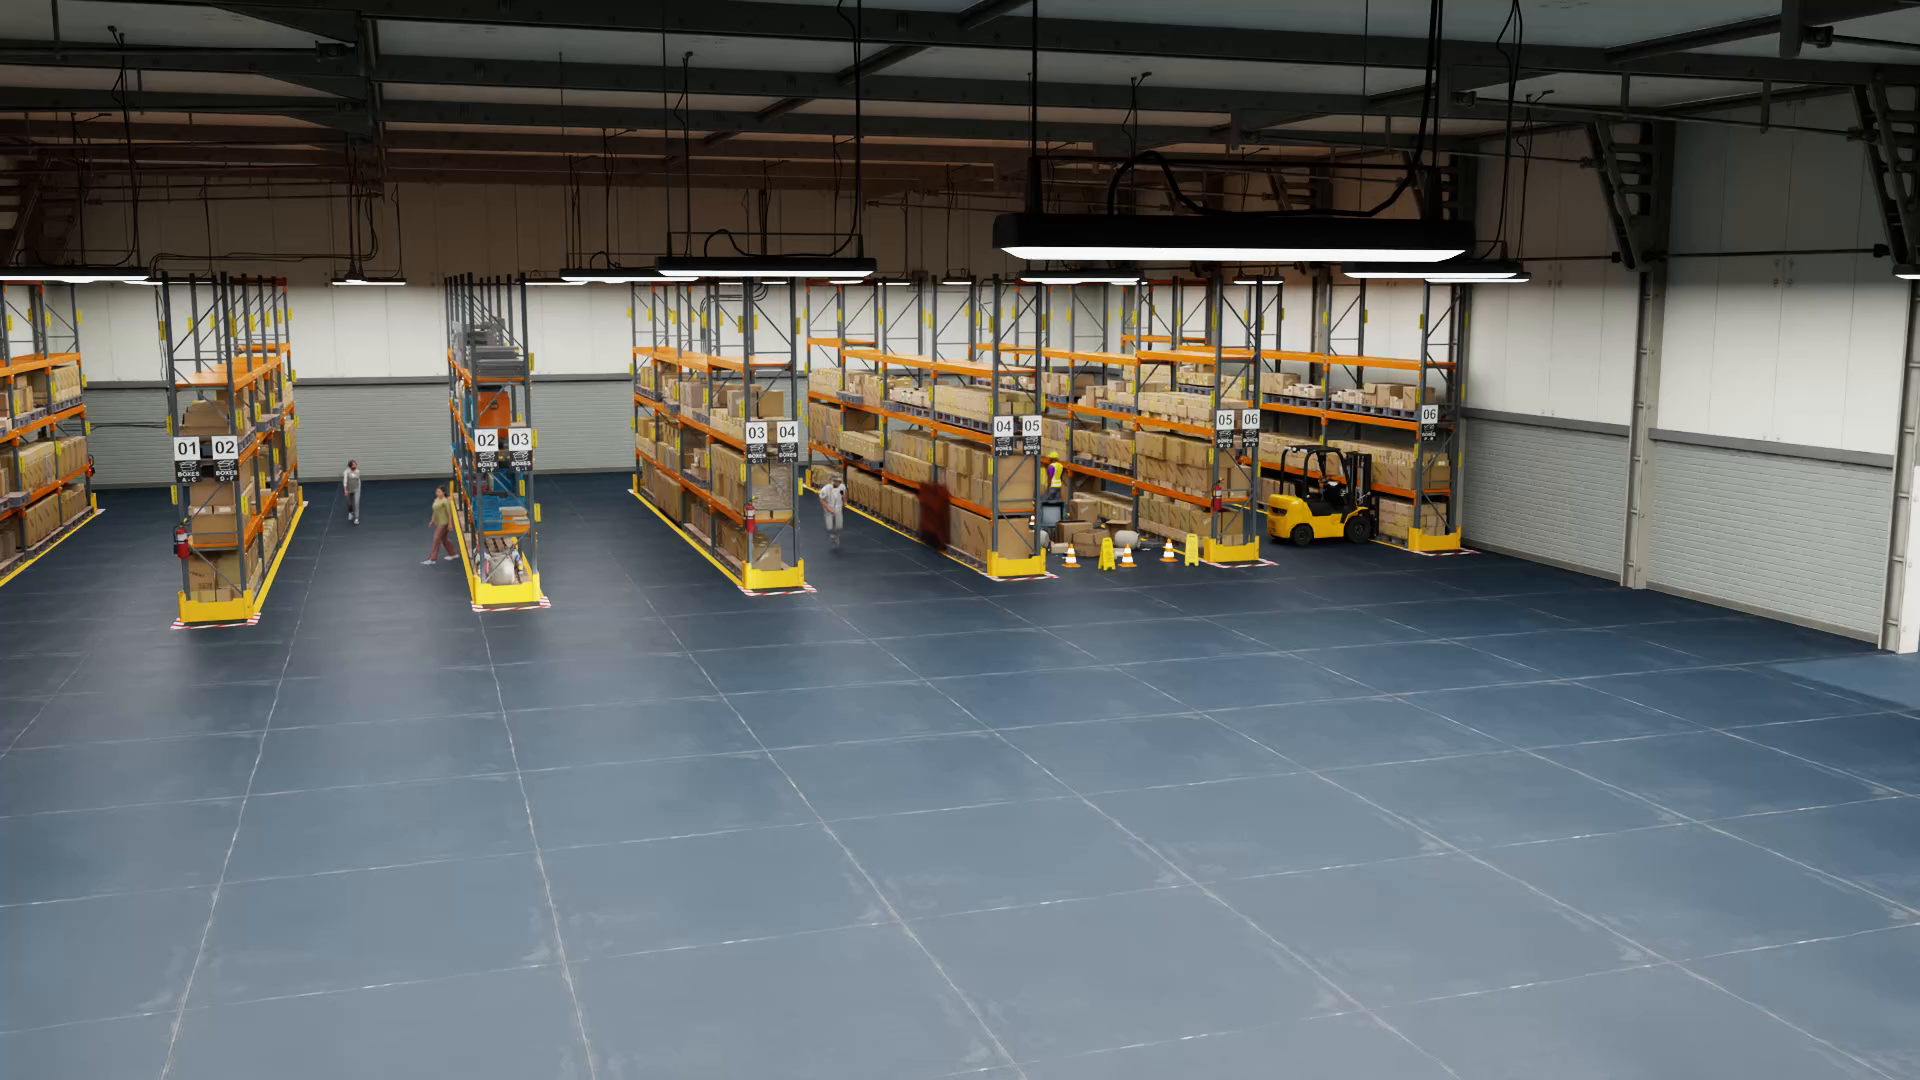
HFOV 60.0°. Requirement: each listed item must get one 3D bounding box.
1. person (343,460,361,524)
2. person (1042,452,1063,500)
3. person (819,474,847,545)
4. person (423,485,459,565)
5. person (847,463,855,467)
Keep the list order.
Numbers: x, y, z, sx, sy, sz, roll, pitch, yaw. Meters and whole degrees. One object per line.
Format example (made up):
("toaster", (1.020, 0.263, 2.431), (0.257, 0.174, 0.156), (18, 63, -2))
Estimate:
("person", (-14.902, -1.207, 40.786), (0.394, 1.549, 0.899), (-3, 9, -19))
("person", (2.277, -1.269, 40.685), (0.405, 1.786, 0.612), (7, 11, 39))
("person", (-2.780, -0.671, 36.465), (0.648, 1.599, 0.721), (-2, 9, -10))
("person", (-10.893, -0.338, 34.778), (0.504, 1.633, 0.908), (8, 12, 43))
("person", (-3.457, -2.845, 51.161), (0.533, 1.704, 0.771), (7, 11, 39))
